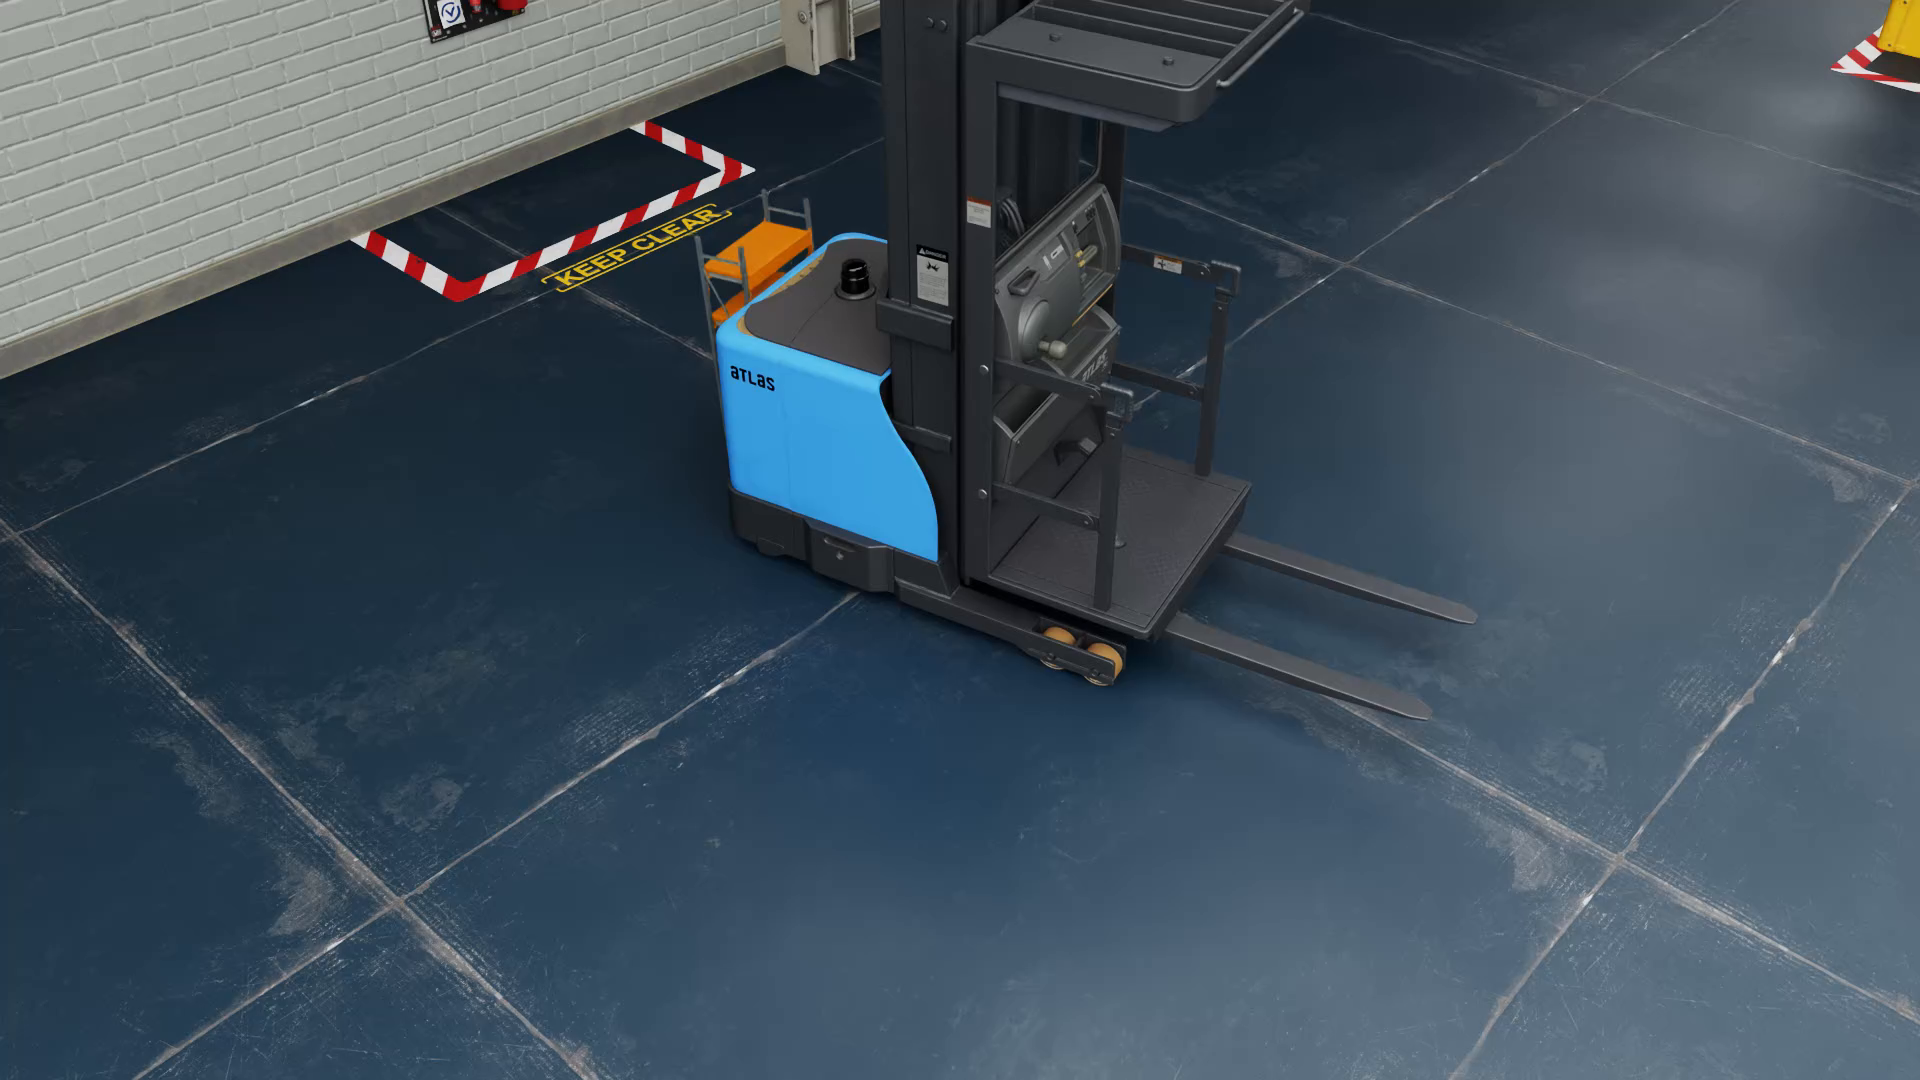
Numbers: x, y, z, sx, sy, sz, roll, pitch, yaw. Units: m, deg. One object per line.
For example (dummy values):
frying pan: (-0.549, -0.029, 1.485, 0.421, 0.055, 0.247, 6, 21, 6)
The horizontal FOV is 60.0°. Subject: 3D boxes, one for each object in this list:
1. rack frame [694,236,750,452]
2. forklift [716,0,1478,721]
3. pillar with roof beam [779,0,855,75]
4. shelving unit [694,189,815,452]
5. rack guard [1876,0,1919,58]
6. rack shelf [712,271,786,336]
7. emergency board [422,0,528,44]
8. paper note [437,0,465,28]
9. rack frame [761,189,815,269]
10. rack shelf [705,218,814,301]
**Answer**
rack frame: (-0.969, -0.752, 7.221, 0.240, 1.200, 0.015, 17, 41, 24)
forklift: (0.551, -0.956, 6.097, 3.031, 2.935, 1.130, 19, 42, 22)
pillar with roof beam: (2.217, -4.991, 6.297, 9.100, 9.000, 0.400, 30, 47, 32)
shelving unit: (-0.850, -0.884, 7.388, 0.258, 1.200, 0.503, 17, 41, 24)
rack guard: (6.896, -3.455, 11.193, 1.175, 0.500, 0.348, 30, 47, 32)
rack shelf: (-0.857, -1.009, 7.293, 0.258, 0.148, 0.480, 17, 41, 24)
emergency board: (-2.656, -3.332, 9.030, 0.194, 1.169, 0.643, 30, 47, 32)
paper note: (-2.826, -2.934, 9.238, 0.016, 0.148, 0.142, 30, 47, 32)
rack frame: (-0.731, -1.017, 7.555, 0.240, 1.200, 0.015, 17, 41, 24)
rack shelf: (-0.867, -1.198, 7.151, 0.258, 0.148, 0.480, 17, 41, 24)
